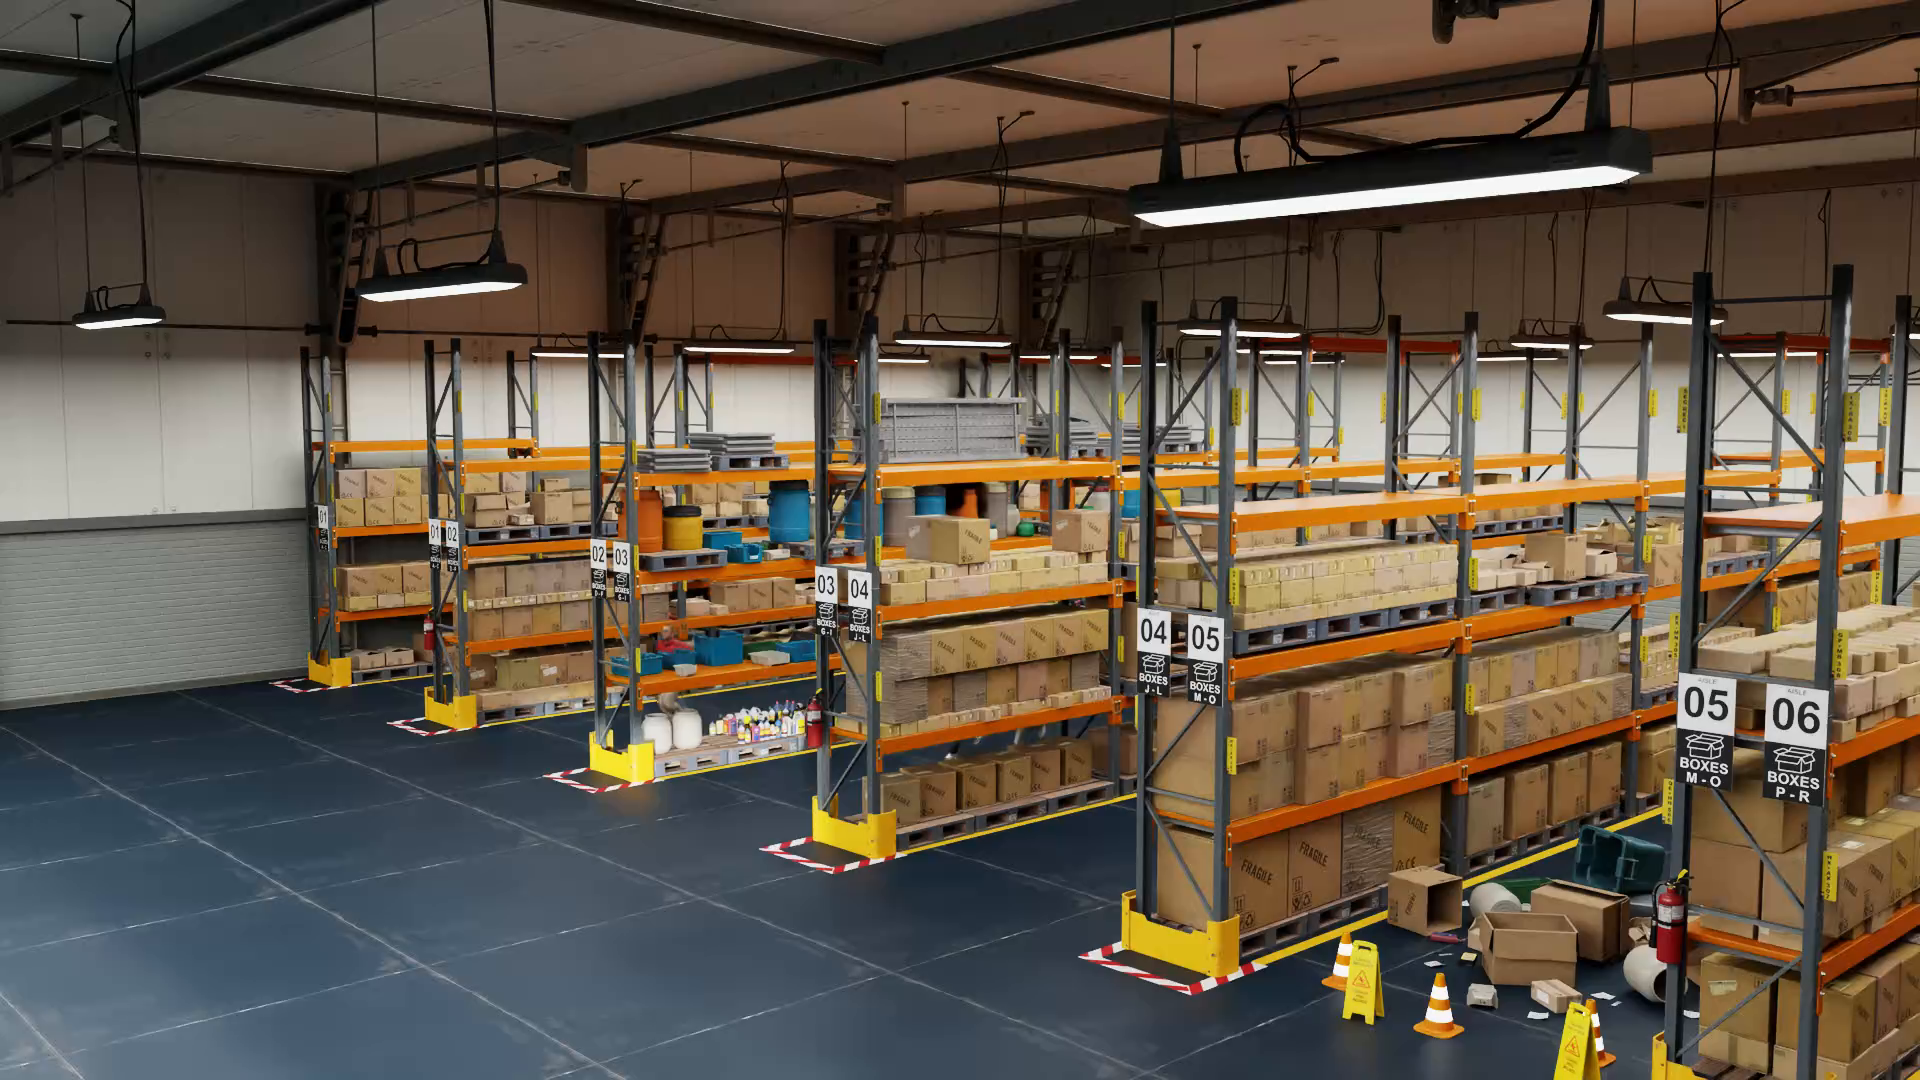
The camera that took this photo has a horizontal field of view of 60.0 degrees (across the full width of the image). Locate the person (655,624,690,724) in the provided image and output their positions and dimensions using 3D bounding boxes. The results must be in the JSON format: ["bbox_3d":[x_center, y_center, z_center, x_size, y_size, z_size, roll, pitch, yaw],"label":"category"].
[{"bbox_3d":[-4.404,2.116,25.095,0.664,1.690,0.571,3,6,35],"label":"person"}]

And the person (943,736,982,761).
[{"bbox_3d":[0.083,2.347,23.608,0.559,1.549,0.894,3,6,34],"label":"person"}]

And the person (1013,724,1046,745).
[{"bbox_3d":[0.991,2.293,23.733,0.575,1.646,0.812,4,7,41],"label":"person"}]
